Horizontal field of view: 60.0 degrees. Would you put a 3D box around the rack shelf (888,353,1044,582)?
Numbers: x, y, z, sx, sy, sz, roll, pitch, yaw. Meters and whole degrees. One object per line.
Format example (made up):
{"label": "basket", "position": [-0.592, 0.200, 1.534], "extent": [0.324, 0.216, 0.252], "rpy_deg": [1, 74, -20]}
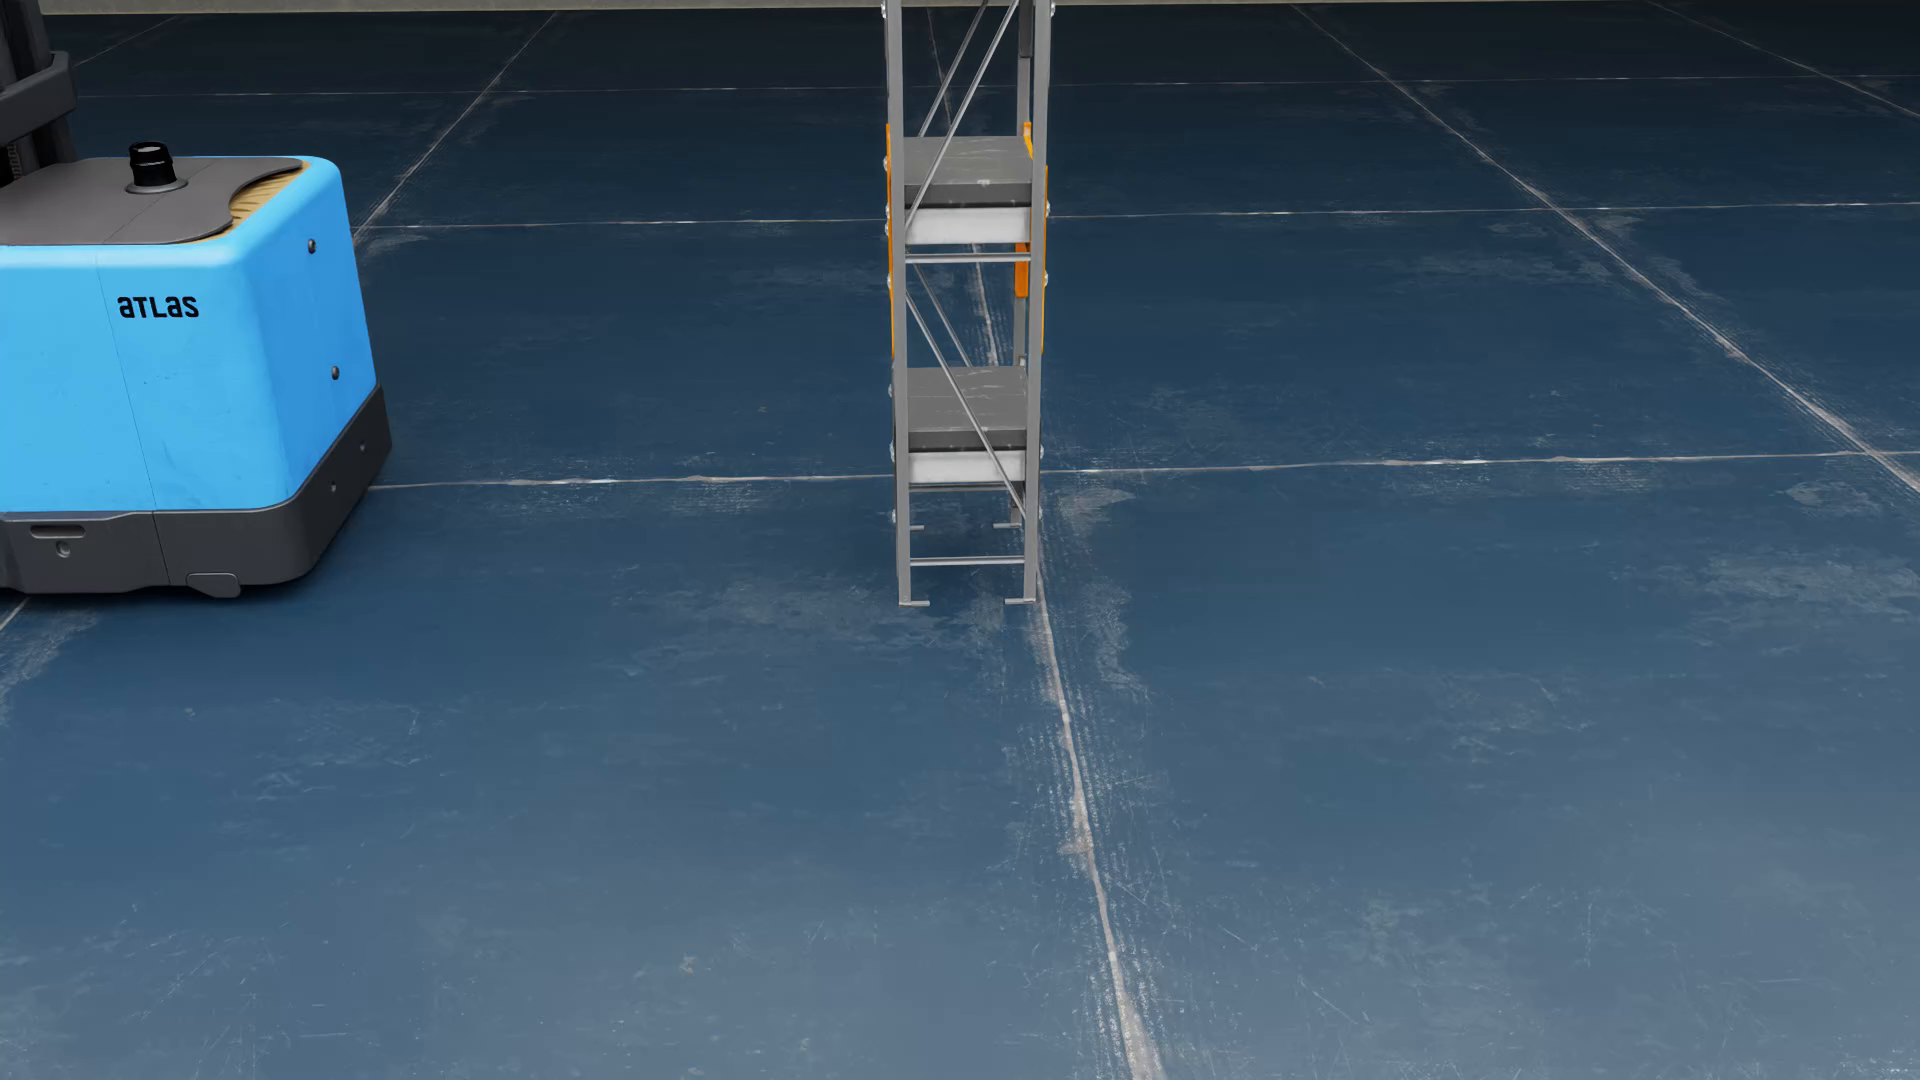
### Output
{"label": "rack shelf", "position": [0.009, -0.222, 4.948], "extent": [0.431, 0.518, 0.480], "rpy_deg": [-1, 28, -3]}

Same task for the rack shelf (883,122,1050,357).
{"label": "rack shelf", "position": [0.009, -0.842, 4.624], "extent": [0.431, 0.518, 0.480], "rpy_deg": [-1, 28, -3]}

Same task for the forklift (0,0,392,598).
{"label": "forklift", "position": [-3.446, -1.330, 4.631], "extent": [3.031, 2.935, 1.130], "rpy_deg": [-1, 28, -1]}

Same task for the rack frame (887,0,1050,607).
{"label": "rack frame", "position": [0.021, -0.742, 4.402], "extent": [0.400, 2.100, 0.015], "rpy_deg": [-1, 28, -3]}

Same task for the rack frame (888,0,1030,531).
{"label": "rack frame", "position": [-0.004, -0.967, 4.834], "extent": [0.400, 2.100, 0.015], "rpy_deg": [-1, 28, -3]}

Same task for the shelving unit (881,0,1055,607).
{"label": "shelving unit", "position": [0.009, -0.855, 4.618], "extent": [0.431, 2.100, 0.503], "rpy_deg": [-1, 28, -3]}

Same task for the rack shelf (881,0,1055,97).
{"label": "rack shelf", "position": [0.009, -1.463, 4.300], "extent": [0.431, 0.518, 0.480], "rpy_deg": [-1, 28, -3]}
